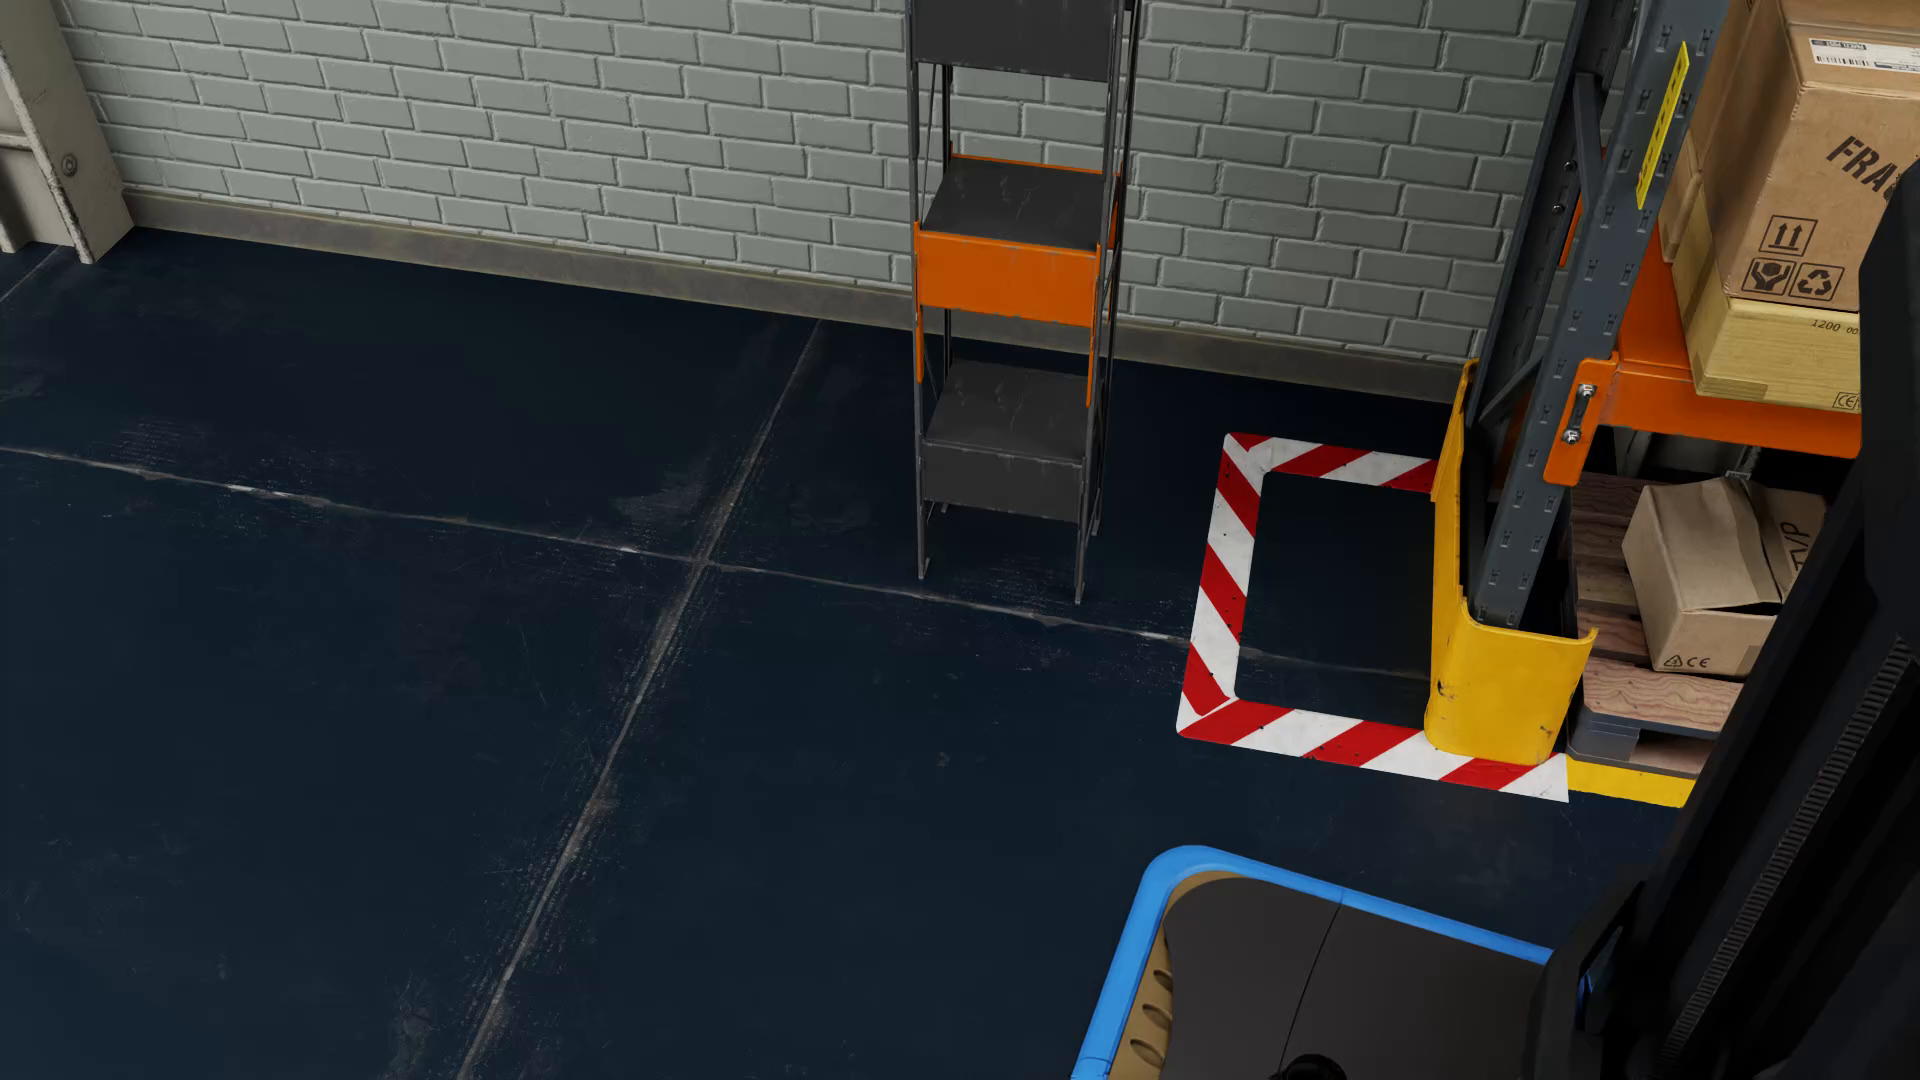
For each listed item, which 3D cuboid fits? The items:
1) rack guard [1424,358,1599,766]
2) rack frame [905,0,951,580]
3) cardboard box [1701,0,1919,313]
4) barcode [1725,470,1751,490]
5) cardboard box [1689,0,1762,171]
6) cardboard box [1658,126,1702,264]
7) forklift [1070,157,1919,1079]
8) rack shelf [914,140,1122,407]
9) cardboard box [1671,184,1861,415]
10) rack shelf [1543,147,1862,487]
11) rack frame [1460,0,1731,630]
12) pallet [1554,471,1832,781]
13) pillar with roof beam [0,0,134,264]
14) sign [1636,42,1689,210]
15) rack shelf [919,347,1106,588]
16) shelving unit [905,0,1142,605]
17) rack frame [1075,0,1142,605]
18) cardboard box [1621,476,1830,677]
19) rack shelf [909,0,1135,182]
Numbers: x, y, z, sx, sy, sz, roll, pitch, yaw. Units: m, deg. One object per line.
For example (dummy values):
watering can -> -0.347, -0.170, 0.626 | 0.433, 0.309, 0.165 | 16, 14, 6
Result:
rack guard -> 1.592, 0.033, 4.855 | 0.348, 0.500, 1.175 | 9, 45, 9
rack frame -> -0.077, -0.768, 4.534 | 0.015, 2.100, 0.400 | 9, 45, 9
cardboard box -> 1.918, -0.827, 3.499 | 0.500, 0.500, 0.500 | 9, 45, 9
barcode -> 2.278, -0.175, 4.883 | 0.075, 0.075, 0.001 | 9, 45, 9
cardboard box -> 2.024, -1.175, 3.861 | 0.500, 0.500, 0.500 | 8, 45, 9
cardboard box -> 2.016, -0.893, 4.108 | 0.500, 0.250, 0.500 | 9, 45, 10
forklift -> 1.602, 0.949, 2.151 | 3.031, 2.935, 1.130 | 15, 46, 15
rack shelf -> 0.162, -0.722, 4.505 | 0.480, 0.518, 0.431 | 9, 45, 9
cardboard box -> 1.925, -0.544, 3.746 | 0.500, 0.250, 0.500 | 8, 44, 8
rack shelf -> 3.469, -0.317, 3.935 | 4.000, 0.370, 1.077 | 9, 45, 9
rack frame -> 1.518, -0.879, 4.000 | 0.127, 3.000, 1.000 | 9, 45, 9
pallet -> 2.377, 0.284, 4.803 | 1.213, 0.211, 1.003 | 9, 45, 9
pillar with roof beam -> -4.406, -1.515, 0.335 | 0.400, 9.000, 9.100 | 9, 45, 9
sign -> 1.399, -0.824, 3.319 | 0.005, 0.325, 0.100 | 9, 45, 9
rack shelf -> 0.162, -0.217, 4.991 | 0.480, 0.518, 0.431 | 9, 45, 9
shelving unit -> 0.162, -0.731, 4.496 | 0.503, 2.100, 0.431 | 9, 45, 9
rack frame -> 0.400, -0.694, 4.457 | 0.015, 2.100, 0.400 | 9, 45, 9
cardboard box -> 2.173, 0.097, 4.608 | 0.500, 0.311, 0.500 | 4, 44, 4
rack shelf -> 0.162, -1.226, 4.020 | 0.480, 0.518, 0.431 | 9, 45, 9
